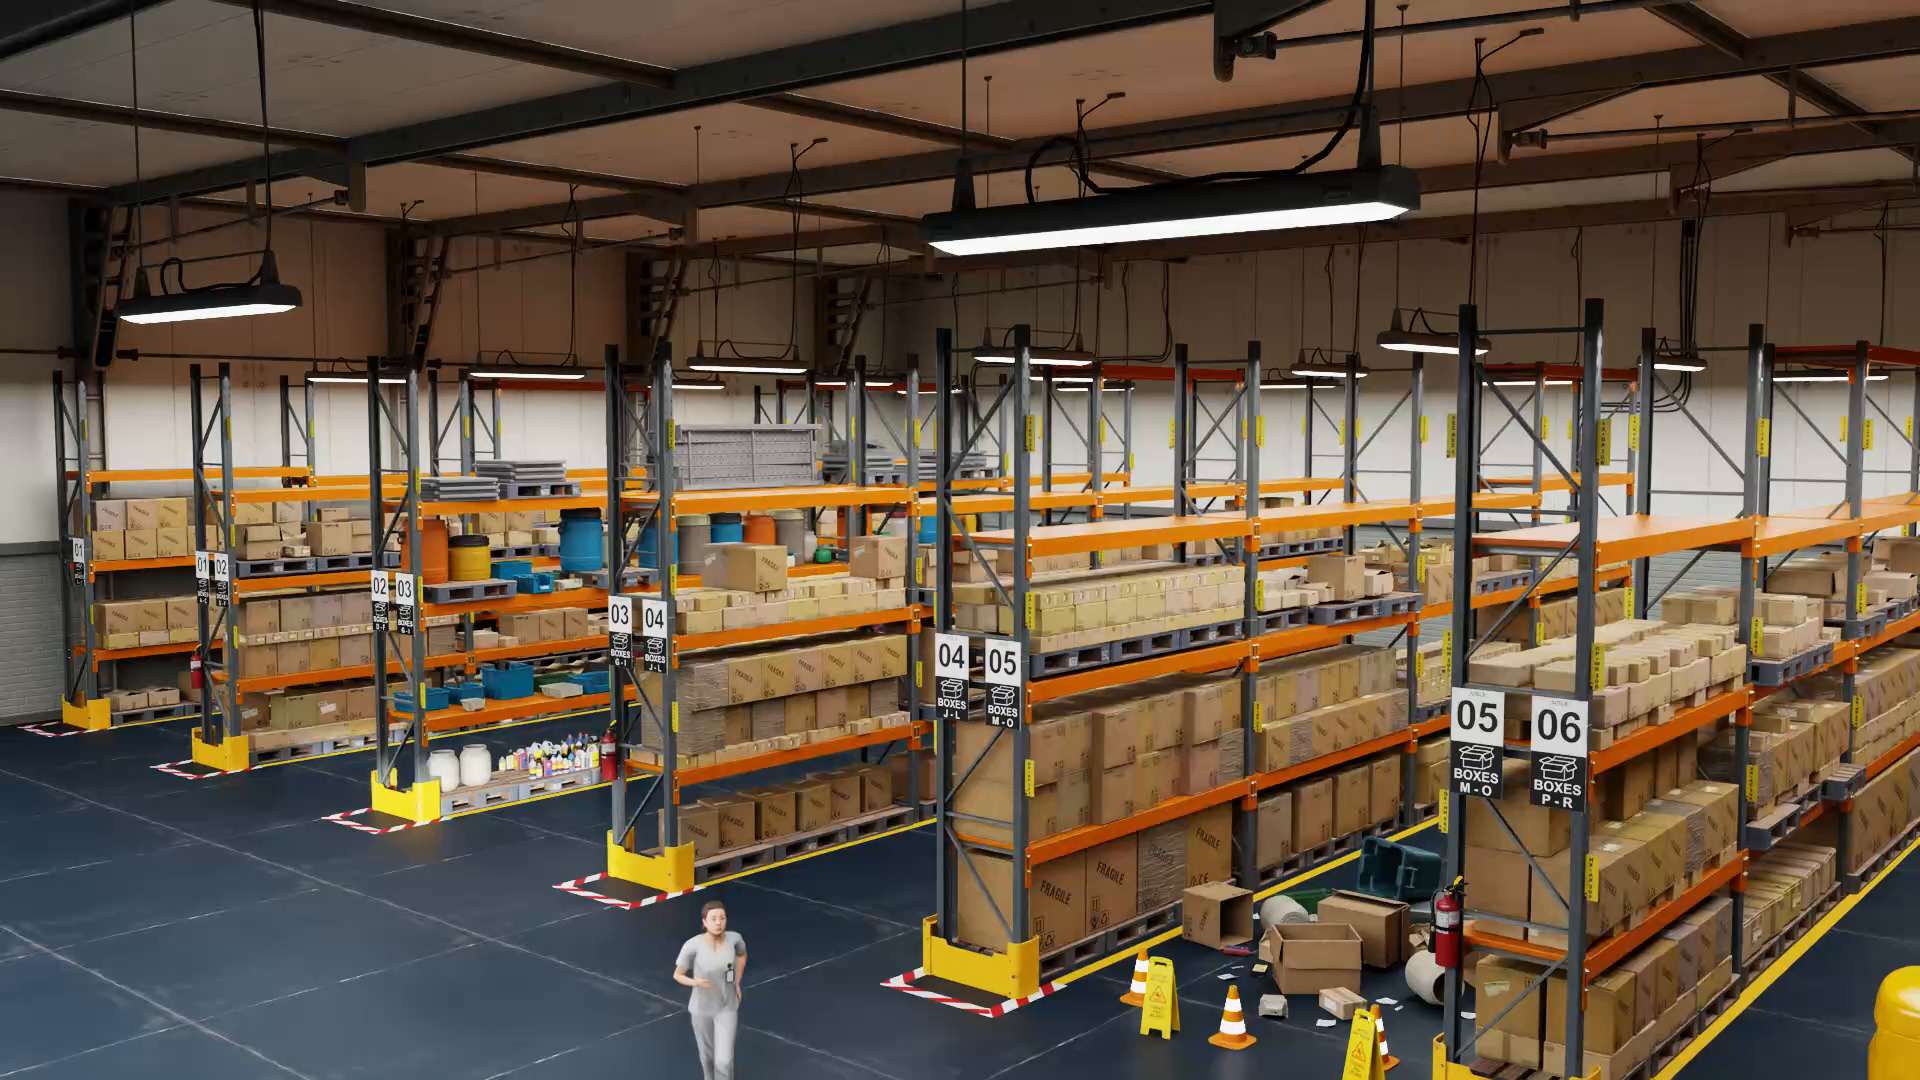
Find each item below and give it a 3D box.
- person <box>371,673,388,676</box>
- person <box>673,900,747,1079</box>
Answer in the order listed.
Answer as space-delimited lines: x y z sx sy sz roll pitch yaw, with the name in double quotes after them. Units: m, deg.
-10.069 2.385 28.587 0.566 1.432 0.825 2 5 24 "person"
-1.814 3.458 12.127 0.543 1.721 0.824 -1 4 -10 "person"
